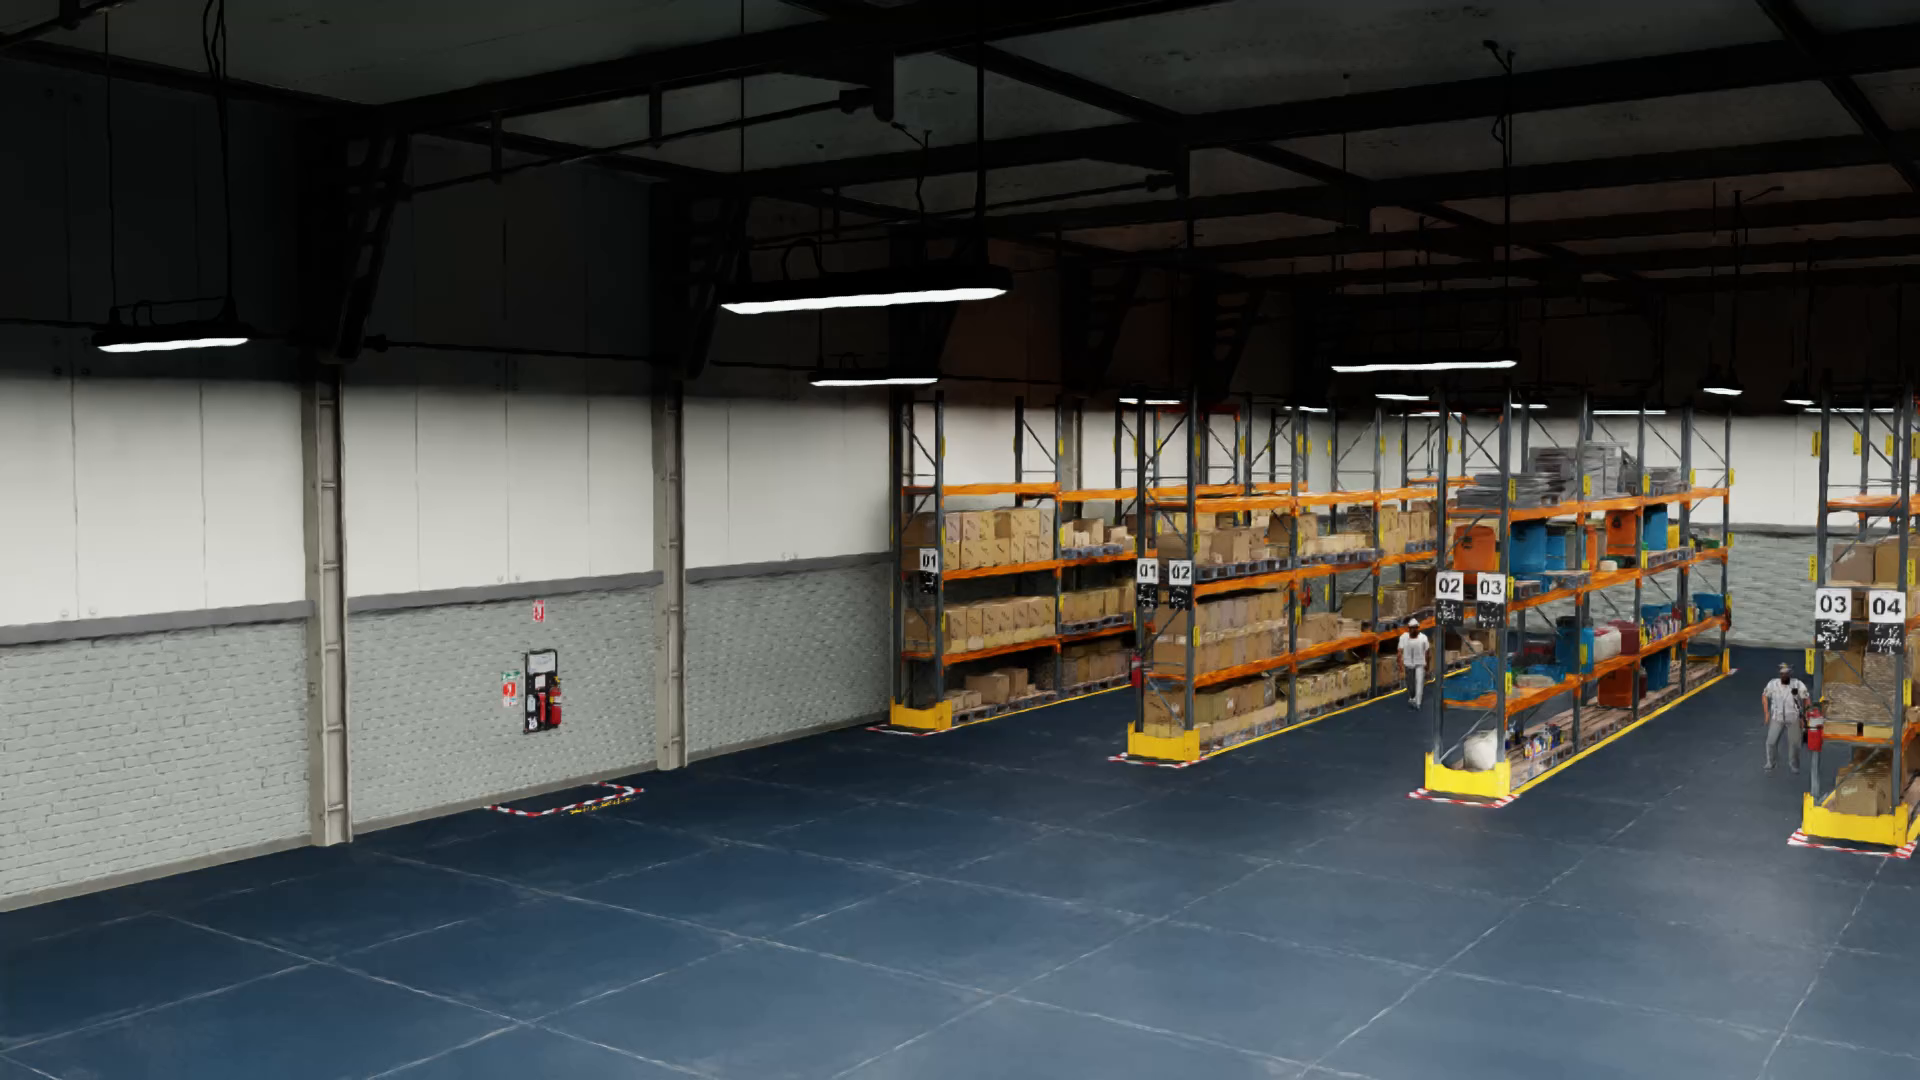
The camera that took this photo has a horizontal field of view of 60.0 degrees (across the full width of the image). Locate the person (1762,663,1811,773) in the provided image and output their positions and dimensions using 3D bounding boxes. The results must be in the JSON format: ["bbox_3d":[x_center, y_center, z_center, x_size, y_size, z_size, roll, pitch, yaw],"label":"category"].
[{"bbox_3d":[12.647,2.716,25.479,0.682,1.716,0.536,2,4,35],"label":"person"}]

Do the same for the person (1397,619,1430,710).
[{"bbox_3d":[8.641,2.354,31.729,0.571,1.708,1.033,2,4,27],"label":"person"}]
